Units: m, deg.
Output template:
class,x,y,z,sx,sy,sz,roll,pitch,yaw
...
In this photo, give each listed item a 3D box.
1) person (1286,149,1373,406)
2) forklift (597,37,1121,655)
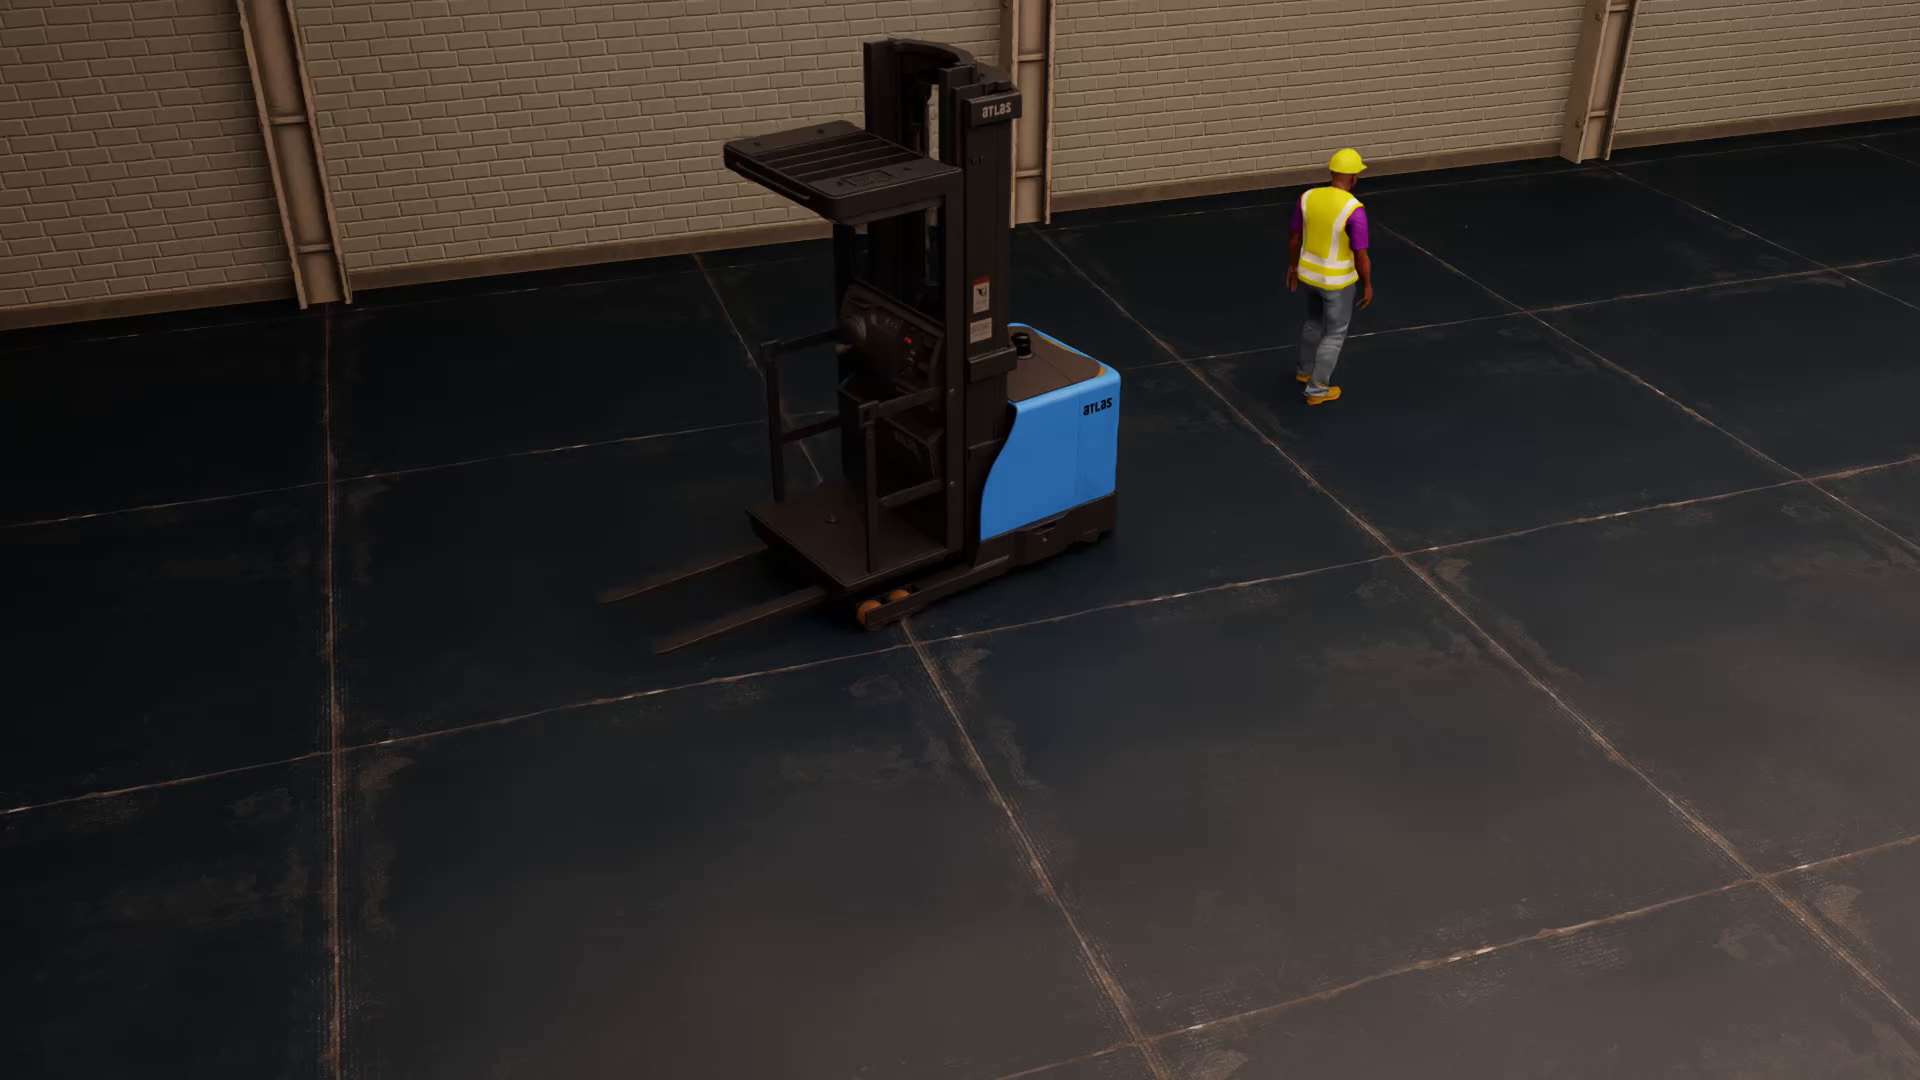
class,x,y,z,sx,sy,sz,roll,pitch,yaw
person,2.573,-1.809,11.447,0.525,1.783,0.656,-21,36,-32
forklift,-0.550,-1.068,8.943,3.031,2.935,1.130,-20,35,-31
